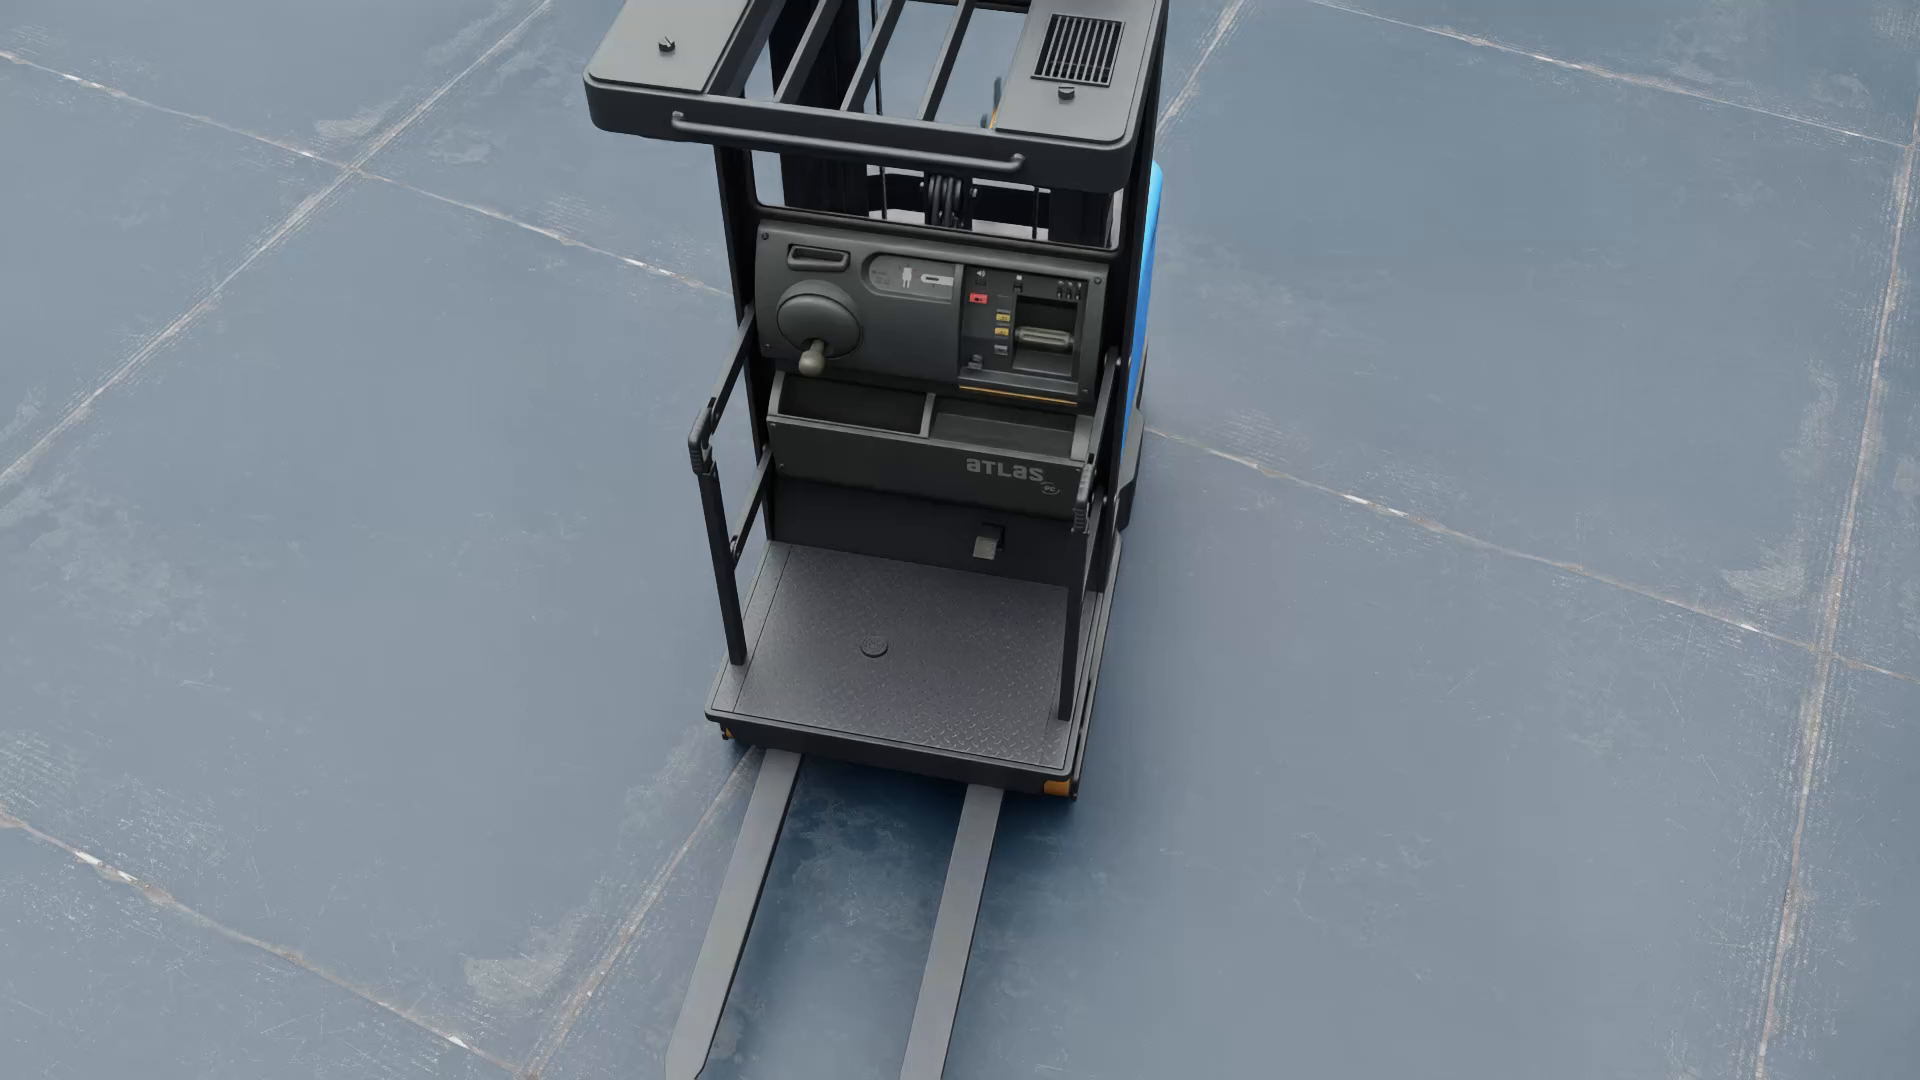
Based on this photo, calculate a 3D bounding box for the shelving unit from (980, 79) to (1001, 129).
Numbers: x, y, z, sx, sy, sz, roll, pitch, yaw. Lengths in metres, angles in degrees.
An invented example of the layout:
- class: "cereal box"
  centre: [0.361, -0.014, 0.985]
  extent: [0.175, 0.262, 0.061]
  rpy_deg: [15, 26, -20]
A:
- class: "shelving unit"
  centre: [0.188, -1.125, 6.012]
  extent: [0.215, 1.050, 0.252]
  rpy_deg: [9, 48, 8]

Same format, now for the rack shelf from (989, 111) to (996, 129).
- class: "rack shelf"
  centre: [0.190, -1.310, 5.811]
  extent: [0.215, 0.259, 0.240]
  rpy_deg: [9, 48, 8]

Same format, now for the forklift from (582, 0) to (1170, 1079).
- class: "forklift"
  centre: [-0.125, -0.485, 4.239]
  extent: [1.130, 2.935, 3.031]
  rpy_deg: [9, 50, 7]

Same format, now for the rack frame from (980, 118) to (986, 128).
- class: "rack frame"
  centre: [0.163, -1.037, 5.931]
  extent: [0.200, 1.050, 0.008]
  rpy_deg: [9, 48, 8]

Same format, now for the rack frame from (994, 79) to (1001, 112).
- class: "rack frame"
  centre: [0.214, -1.213, 6.093]
  extent: [0.200, 1.050, 0.008]
  rpy_deg: [9, 48, 8]
